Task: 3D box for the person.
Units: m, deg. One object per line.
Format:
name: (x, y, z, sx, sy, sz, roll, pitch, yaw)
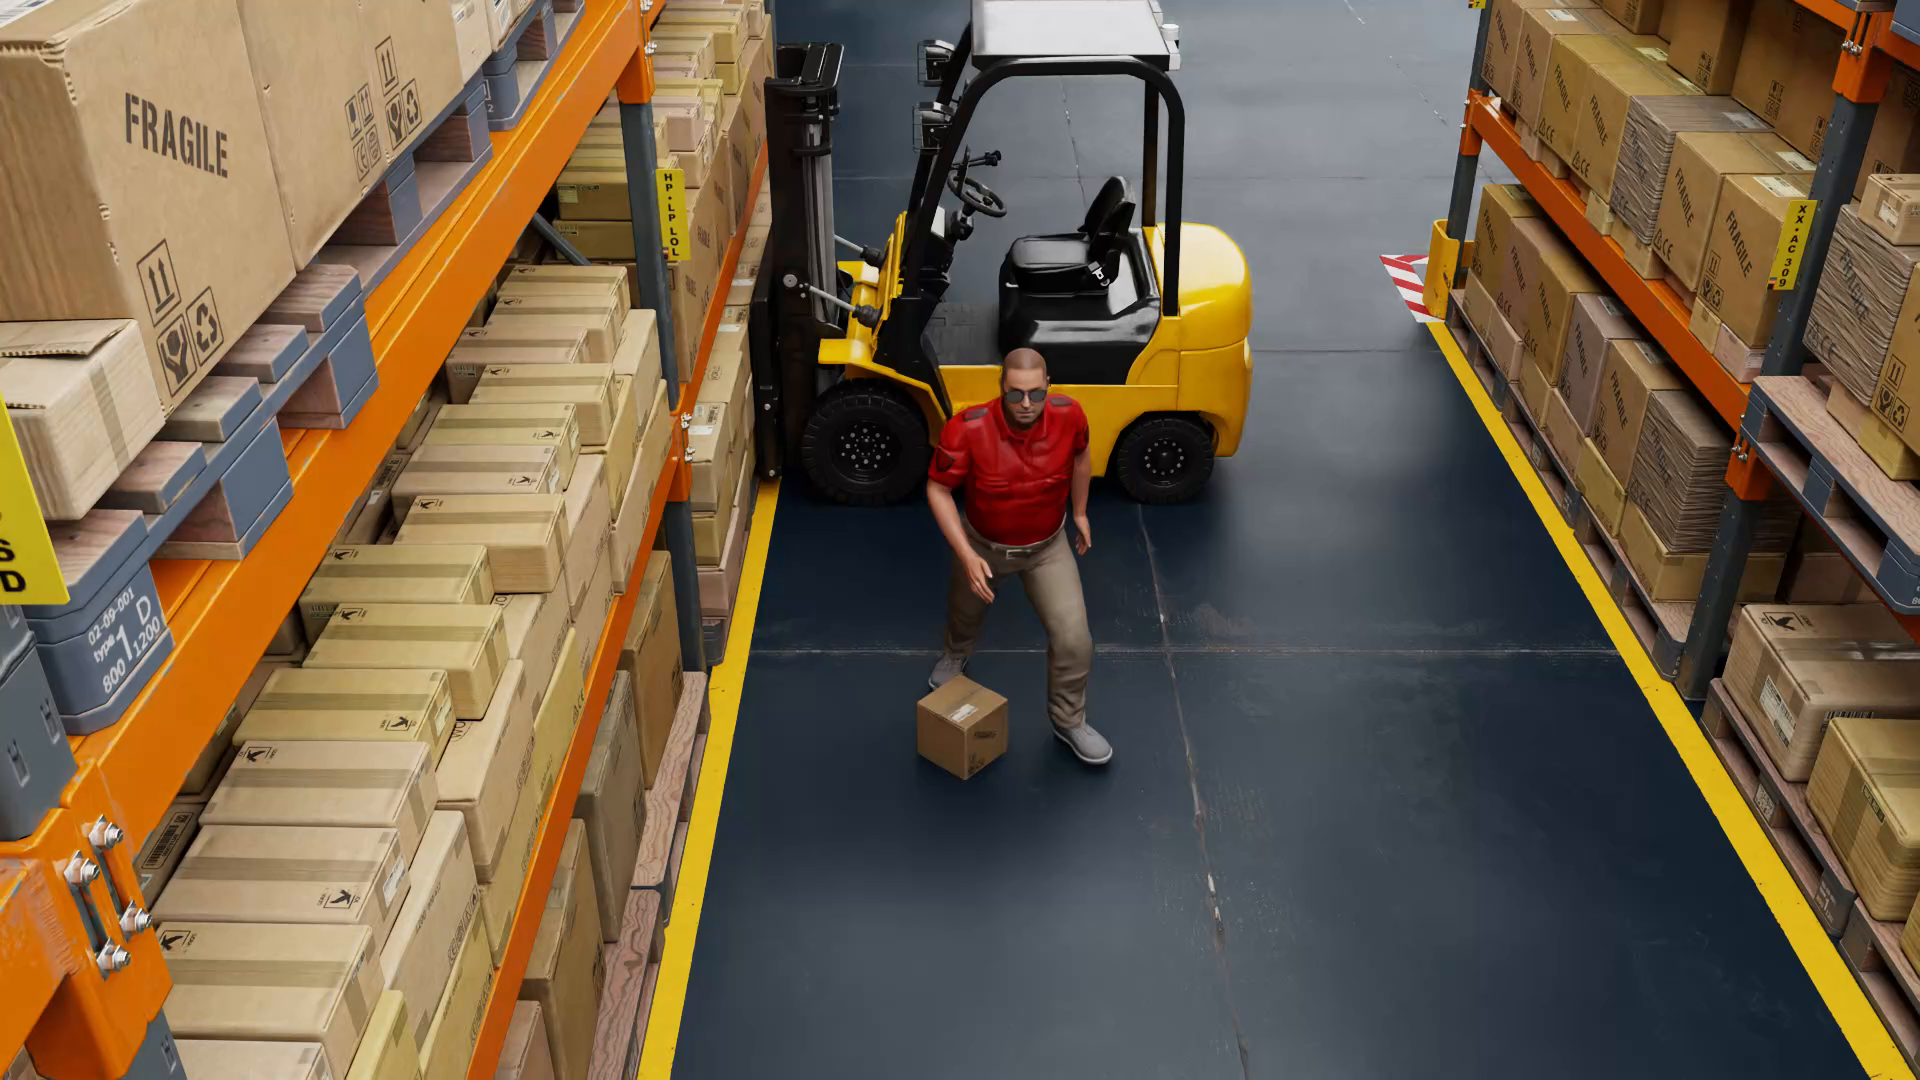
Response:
person: (0.200, -0.014, 6.194, 0.680, 1.660, 0.861, -4, 32, -7)
